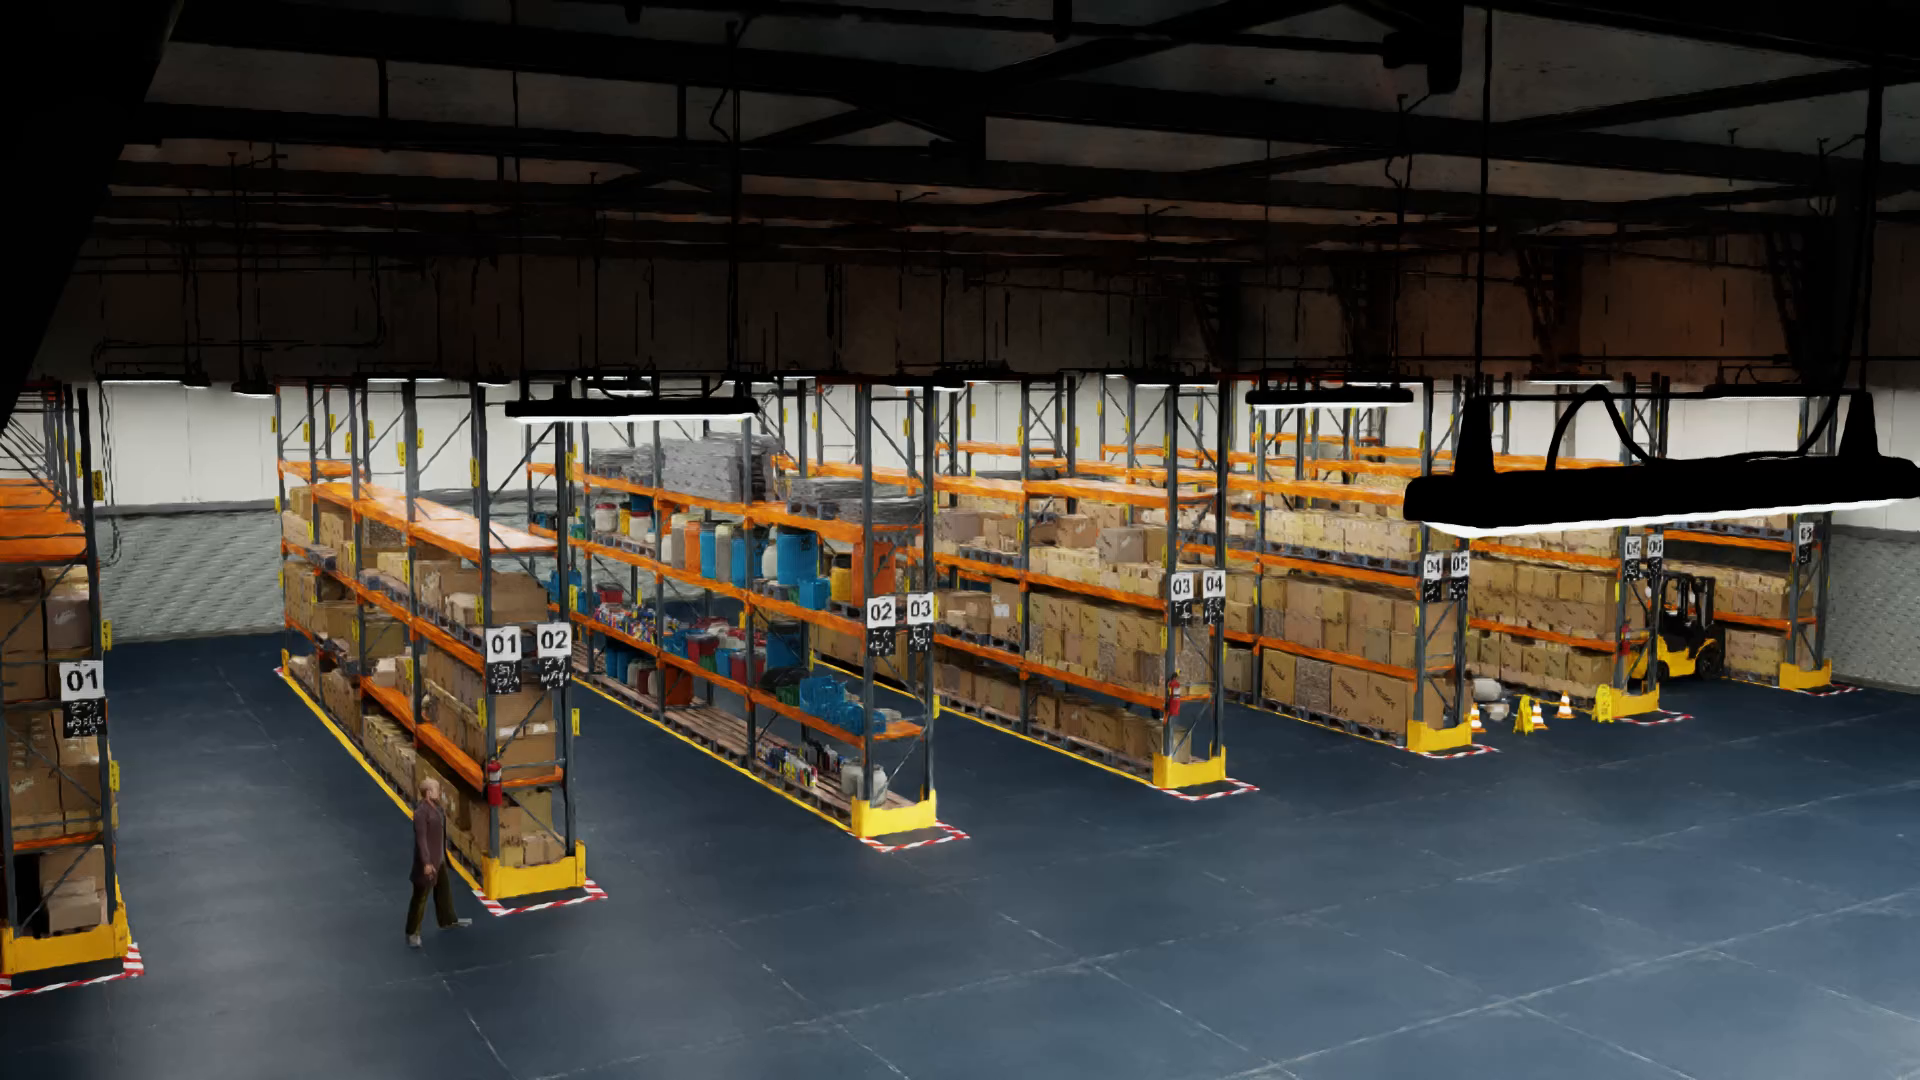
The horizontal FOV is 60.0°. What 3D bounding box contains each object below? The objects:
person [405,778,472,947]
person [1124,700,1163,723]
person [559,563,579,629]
[{"bbox_3d":[-5.738,3.456,18.100,0.574,1.773,0.766,0,6,3],"label":"person"},{"bbox_3d":[3.171,2.423,28.706,0.782,1.527,0.562,6,8,42],"label":"person"},{"bbox_3d":[-9.035,1.319,38.423,0.591,1.634,0.687,-5,8,-38],"label":"person"}]
